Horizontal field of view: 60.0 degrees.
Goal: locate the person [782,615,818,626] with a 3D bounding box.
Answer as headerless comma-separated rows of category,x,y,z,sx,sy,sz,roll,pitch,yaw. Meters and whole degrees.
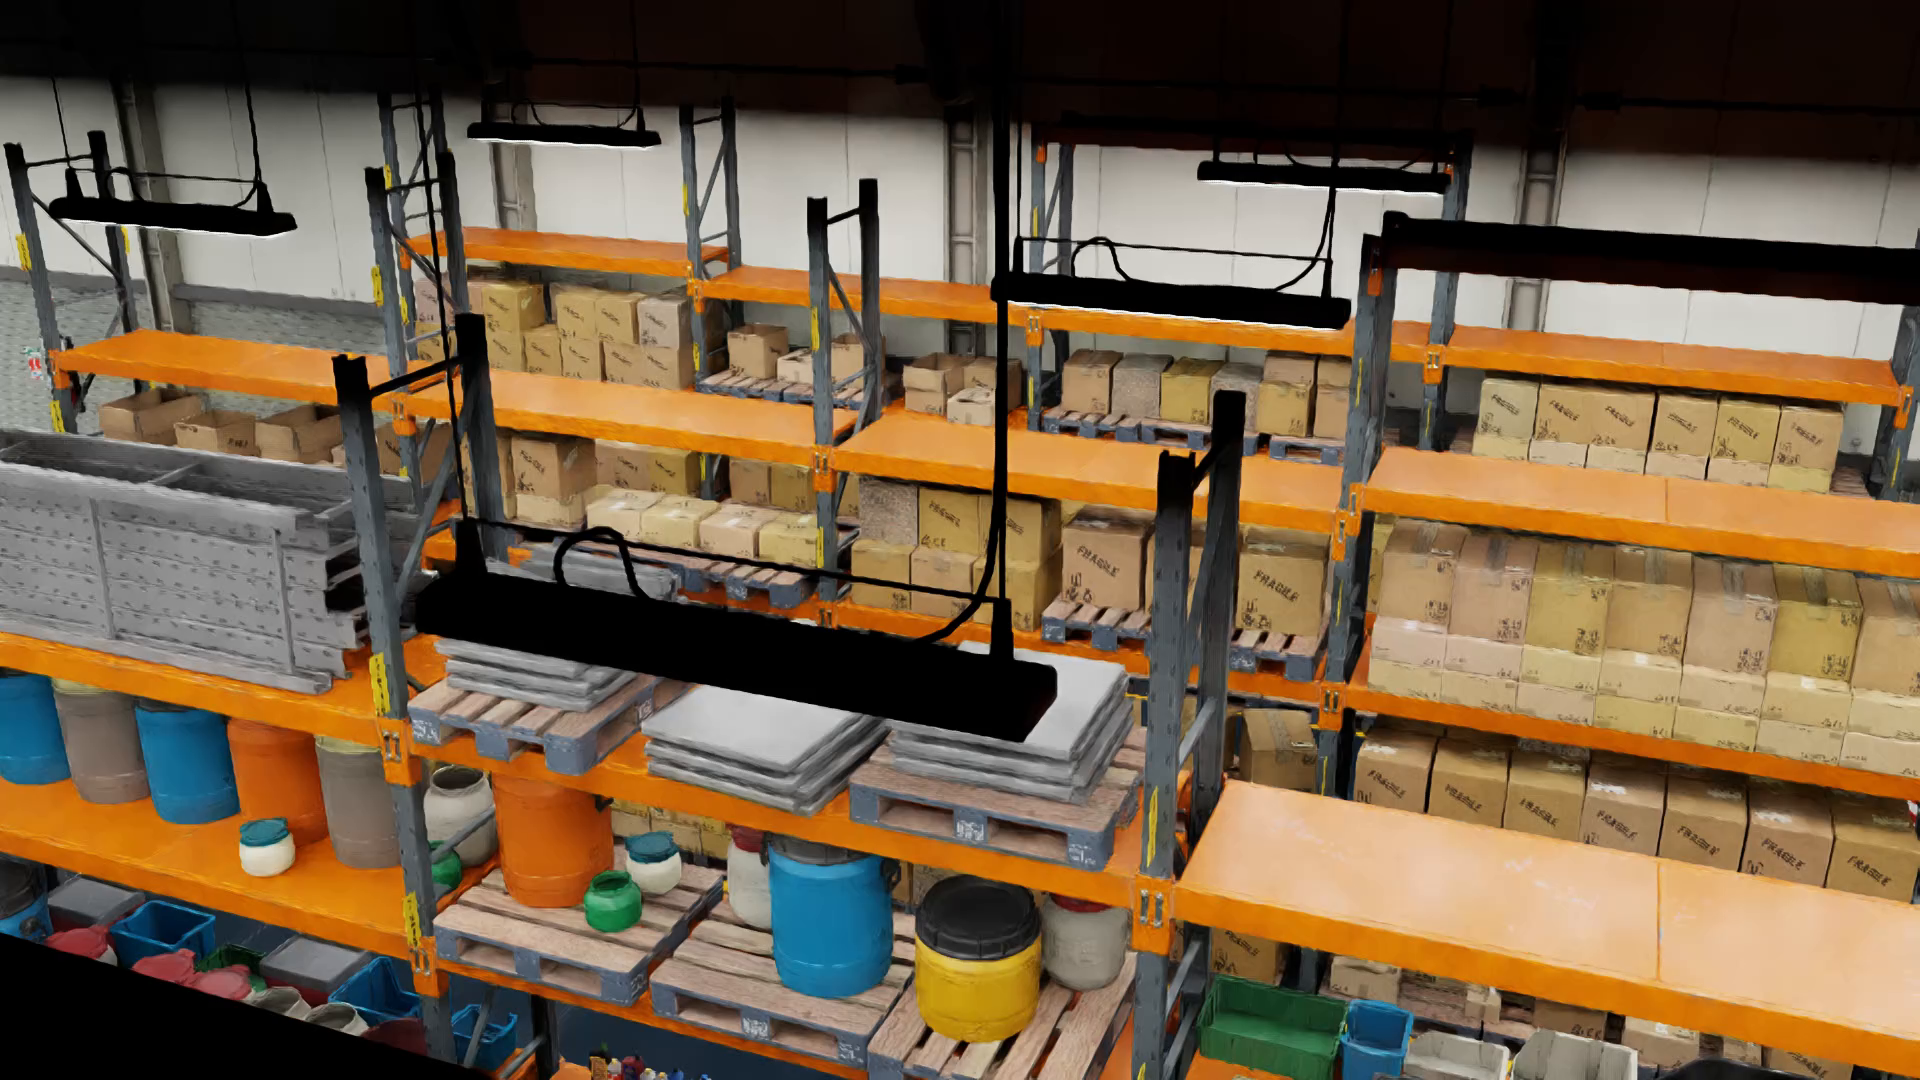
person,-1.544,1.334,16.474,0.552,1.741,0.677,7,22,19
